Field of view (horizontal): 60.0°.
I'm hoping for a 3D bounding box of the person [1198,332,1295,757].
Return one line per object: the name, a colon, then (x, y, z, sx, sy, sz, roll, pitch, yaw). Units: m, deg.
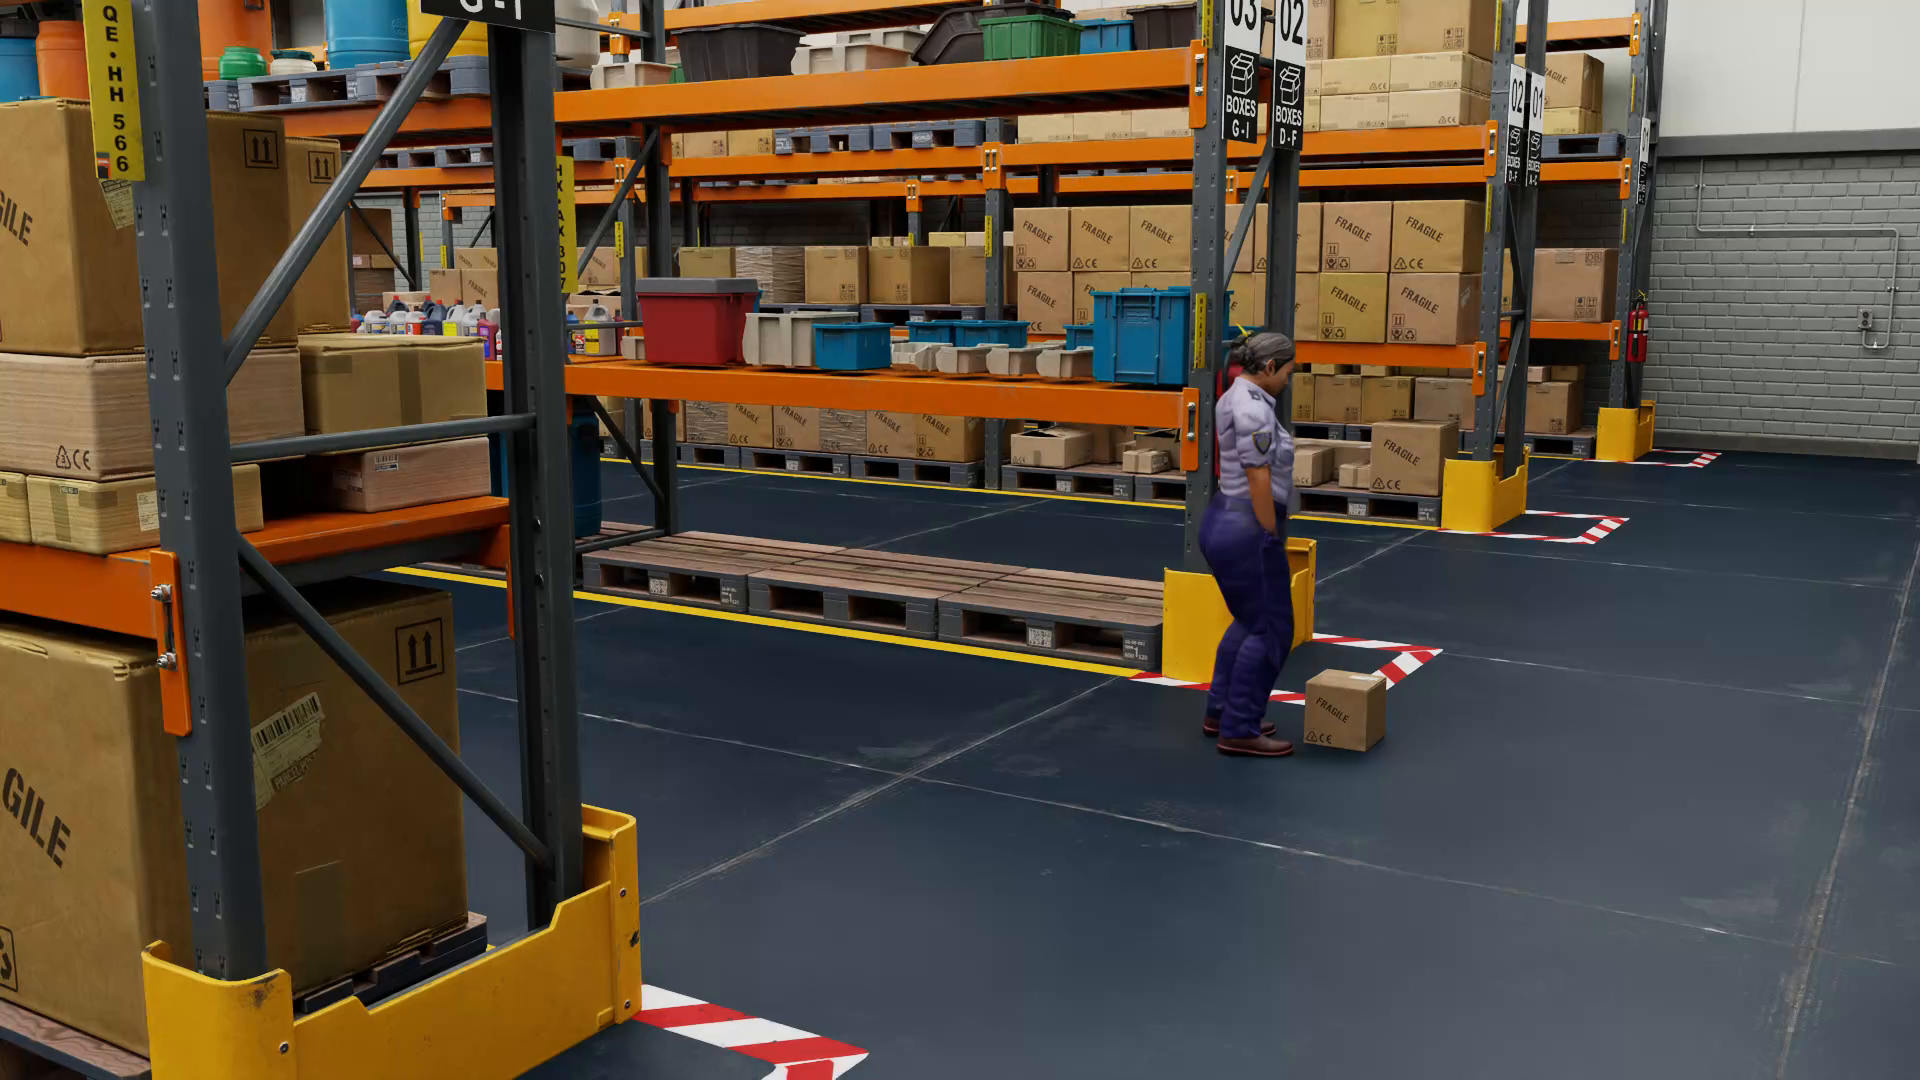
person: (1.116, 0.009, 6.496, 0.355, 1.621, 0.486, 0, 10, -2)
